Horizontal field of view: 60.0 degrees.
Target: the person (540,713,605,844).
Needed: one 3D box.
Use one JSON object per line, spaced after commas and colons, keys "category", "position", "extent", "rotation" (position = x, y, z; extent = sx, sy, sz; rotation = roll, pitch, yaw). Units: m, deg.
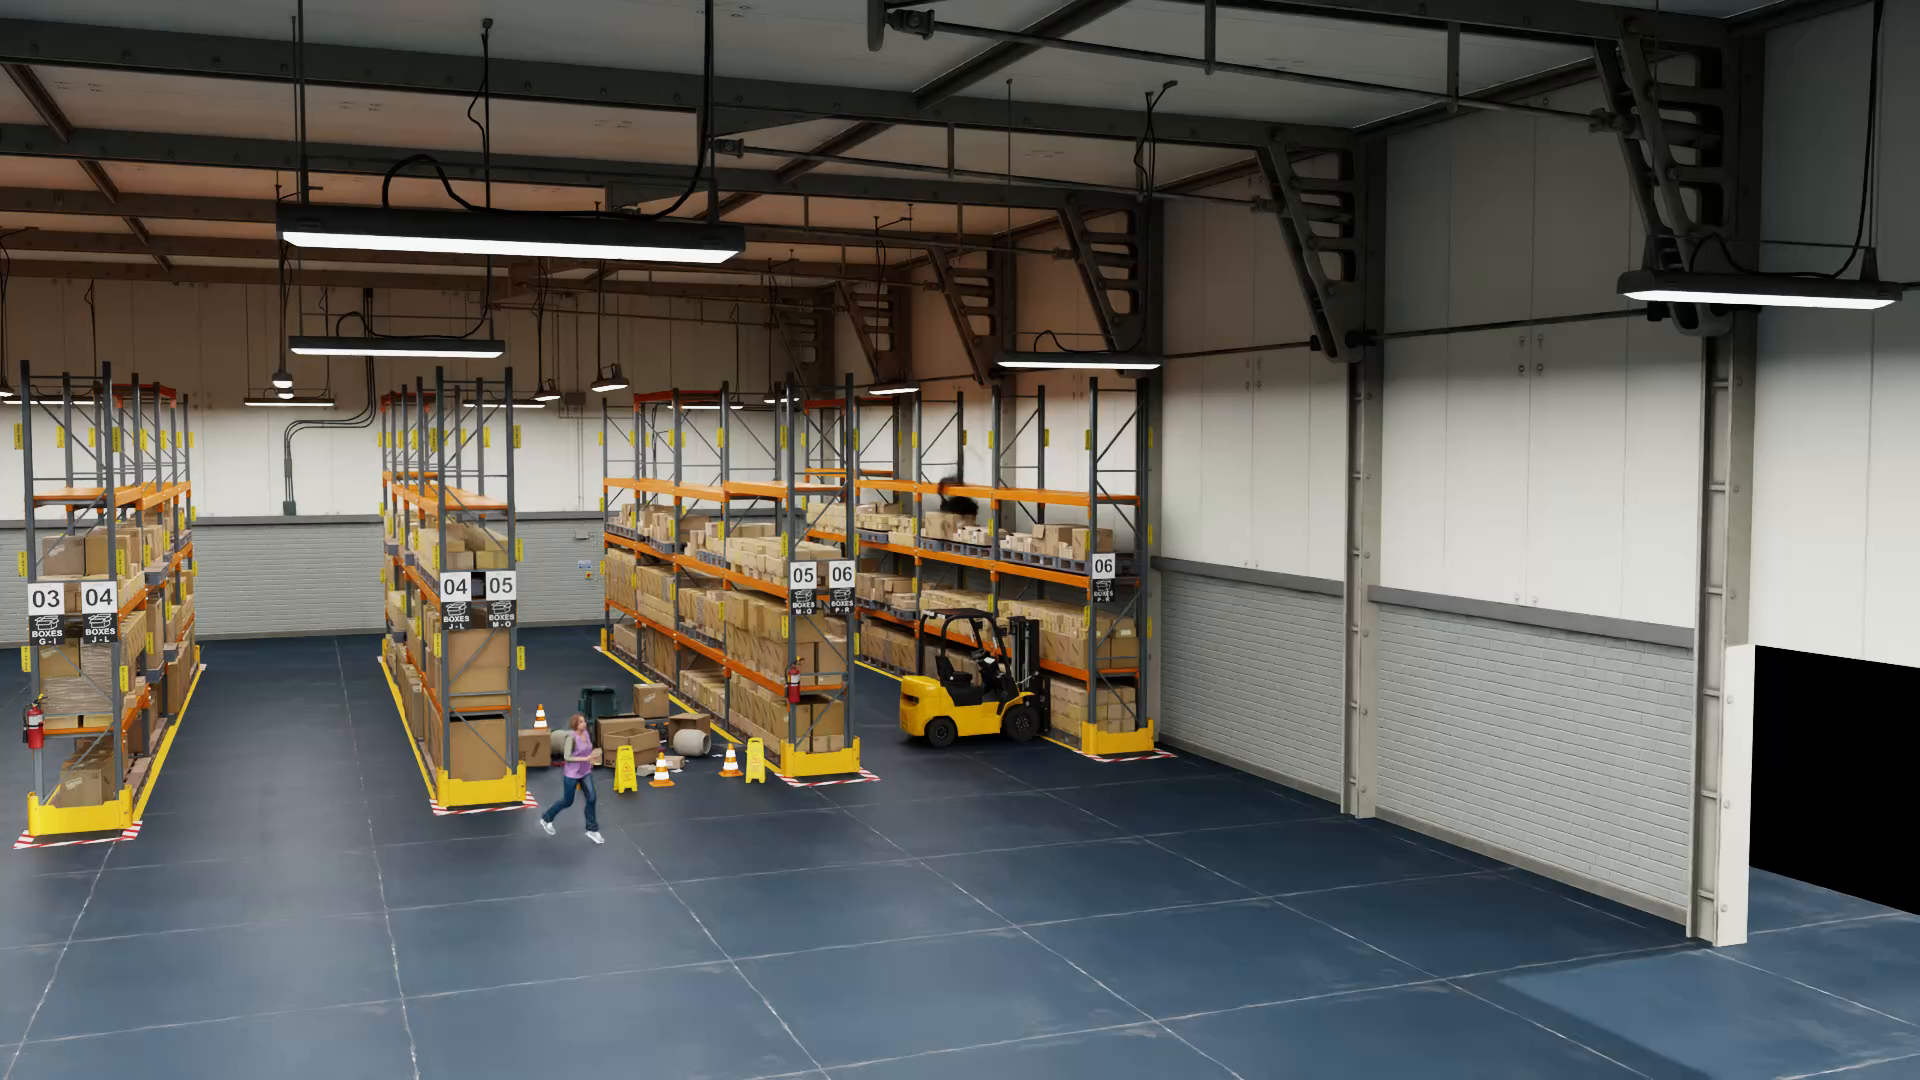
{"category": "person", "position": [-4.816, 2.954, 20.740], "extent": [0.874, 1.619, 0.549], "rotation": [2, 4, 28]}
